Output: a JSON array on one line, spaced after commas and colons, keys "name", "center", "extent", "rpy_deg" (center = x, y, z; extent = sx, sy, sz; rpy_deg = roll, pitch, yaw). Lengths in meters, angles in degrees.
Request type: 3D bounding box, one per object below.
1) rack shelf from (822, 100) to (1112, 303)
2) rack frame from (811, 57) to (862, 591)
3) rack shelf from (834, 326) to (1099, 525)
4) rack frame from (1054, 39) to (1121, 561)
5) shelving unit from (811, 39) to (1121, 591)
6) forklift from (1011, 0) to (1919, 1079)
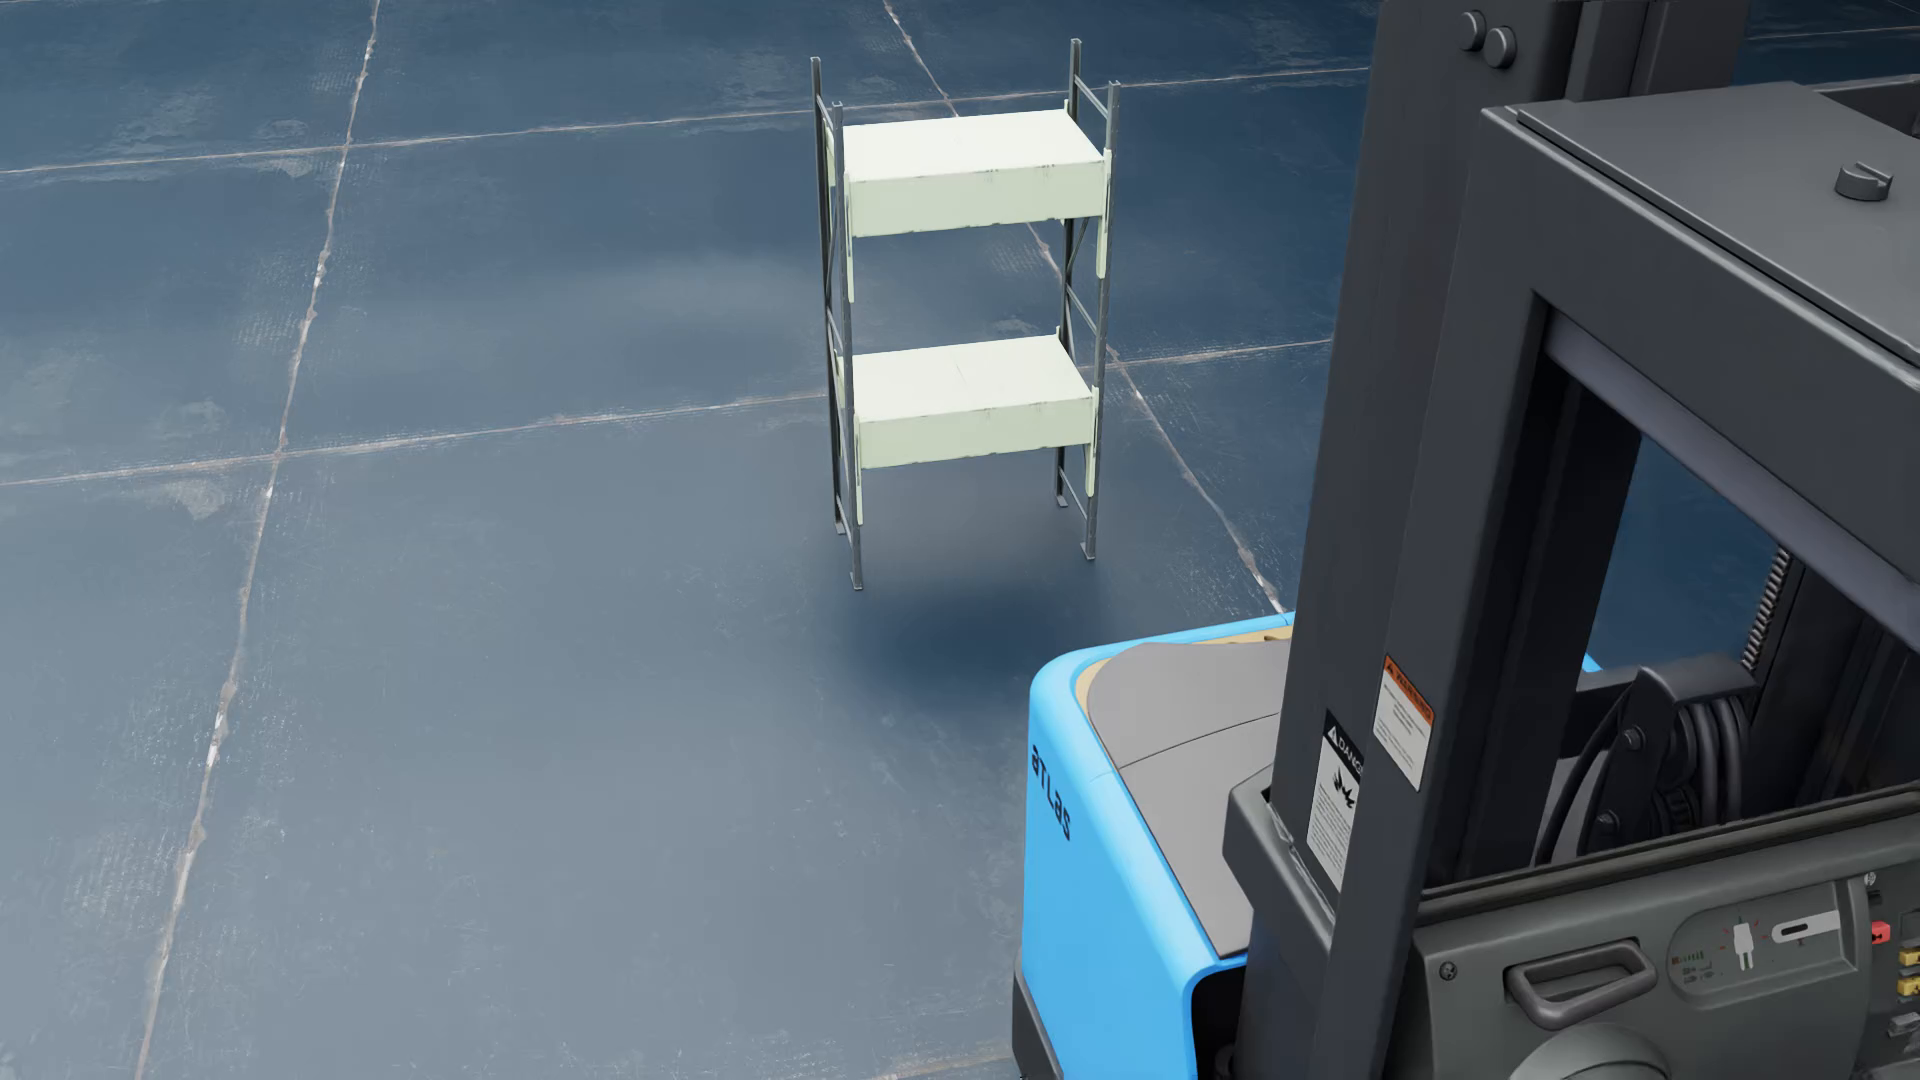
[{"name": "rack shelf", "center": [0.007, -0.948, 4.616], "extent": [0.720, 0.370, 0.431], "rpy_deg": [-7, 35, -11]}, {"name": "rack frame", "center": [-0.350, -0.579, 4.766], "extent": [0.023, 1.500, 0.400], "rpy_deg": [-7, 35, -11]}, {"name": "rack shelf", "center": [0.007, -0.353, 5.015], "extent": [0.720, 0.370, 0.431], "rpy_deg": [-7, 35, -11]}, {"name": "rack frame", "center": [0.363, -0.669, 4.900], "extent": [0.023, 1.500, 0.400], "rpy_deg": [-7, 35, -11]}, {"name": "shelving unit", "center": [0.007, -0.624, 4.833], "extent": [0.755, 1.500, 0.431], "rpy_deg": [-7, 35, -11]}, {"name": "forklift", "center": [1.004, 0.601, 1.724], "extent": [1.130, 2.935, 3.031], "rpy_deg": [-9, 35, -13]}]
